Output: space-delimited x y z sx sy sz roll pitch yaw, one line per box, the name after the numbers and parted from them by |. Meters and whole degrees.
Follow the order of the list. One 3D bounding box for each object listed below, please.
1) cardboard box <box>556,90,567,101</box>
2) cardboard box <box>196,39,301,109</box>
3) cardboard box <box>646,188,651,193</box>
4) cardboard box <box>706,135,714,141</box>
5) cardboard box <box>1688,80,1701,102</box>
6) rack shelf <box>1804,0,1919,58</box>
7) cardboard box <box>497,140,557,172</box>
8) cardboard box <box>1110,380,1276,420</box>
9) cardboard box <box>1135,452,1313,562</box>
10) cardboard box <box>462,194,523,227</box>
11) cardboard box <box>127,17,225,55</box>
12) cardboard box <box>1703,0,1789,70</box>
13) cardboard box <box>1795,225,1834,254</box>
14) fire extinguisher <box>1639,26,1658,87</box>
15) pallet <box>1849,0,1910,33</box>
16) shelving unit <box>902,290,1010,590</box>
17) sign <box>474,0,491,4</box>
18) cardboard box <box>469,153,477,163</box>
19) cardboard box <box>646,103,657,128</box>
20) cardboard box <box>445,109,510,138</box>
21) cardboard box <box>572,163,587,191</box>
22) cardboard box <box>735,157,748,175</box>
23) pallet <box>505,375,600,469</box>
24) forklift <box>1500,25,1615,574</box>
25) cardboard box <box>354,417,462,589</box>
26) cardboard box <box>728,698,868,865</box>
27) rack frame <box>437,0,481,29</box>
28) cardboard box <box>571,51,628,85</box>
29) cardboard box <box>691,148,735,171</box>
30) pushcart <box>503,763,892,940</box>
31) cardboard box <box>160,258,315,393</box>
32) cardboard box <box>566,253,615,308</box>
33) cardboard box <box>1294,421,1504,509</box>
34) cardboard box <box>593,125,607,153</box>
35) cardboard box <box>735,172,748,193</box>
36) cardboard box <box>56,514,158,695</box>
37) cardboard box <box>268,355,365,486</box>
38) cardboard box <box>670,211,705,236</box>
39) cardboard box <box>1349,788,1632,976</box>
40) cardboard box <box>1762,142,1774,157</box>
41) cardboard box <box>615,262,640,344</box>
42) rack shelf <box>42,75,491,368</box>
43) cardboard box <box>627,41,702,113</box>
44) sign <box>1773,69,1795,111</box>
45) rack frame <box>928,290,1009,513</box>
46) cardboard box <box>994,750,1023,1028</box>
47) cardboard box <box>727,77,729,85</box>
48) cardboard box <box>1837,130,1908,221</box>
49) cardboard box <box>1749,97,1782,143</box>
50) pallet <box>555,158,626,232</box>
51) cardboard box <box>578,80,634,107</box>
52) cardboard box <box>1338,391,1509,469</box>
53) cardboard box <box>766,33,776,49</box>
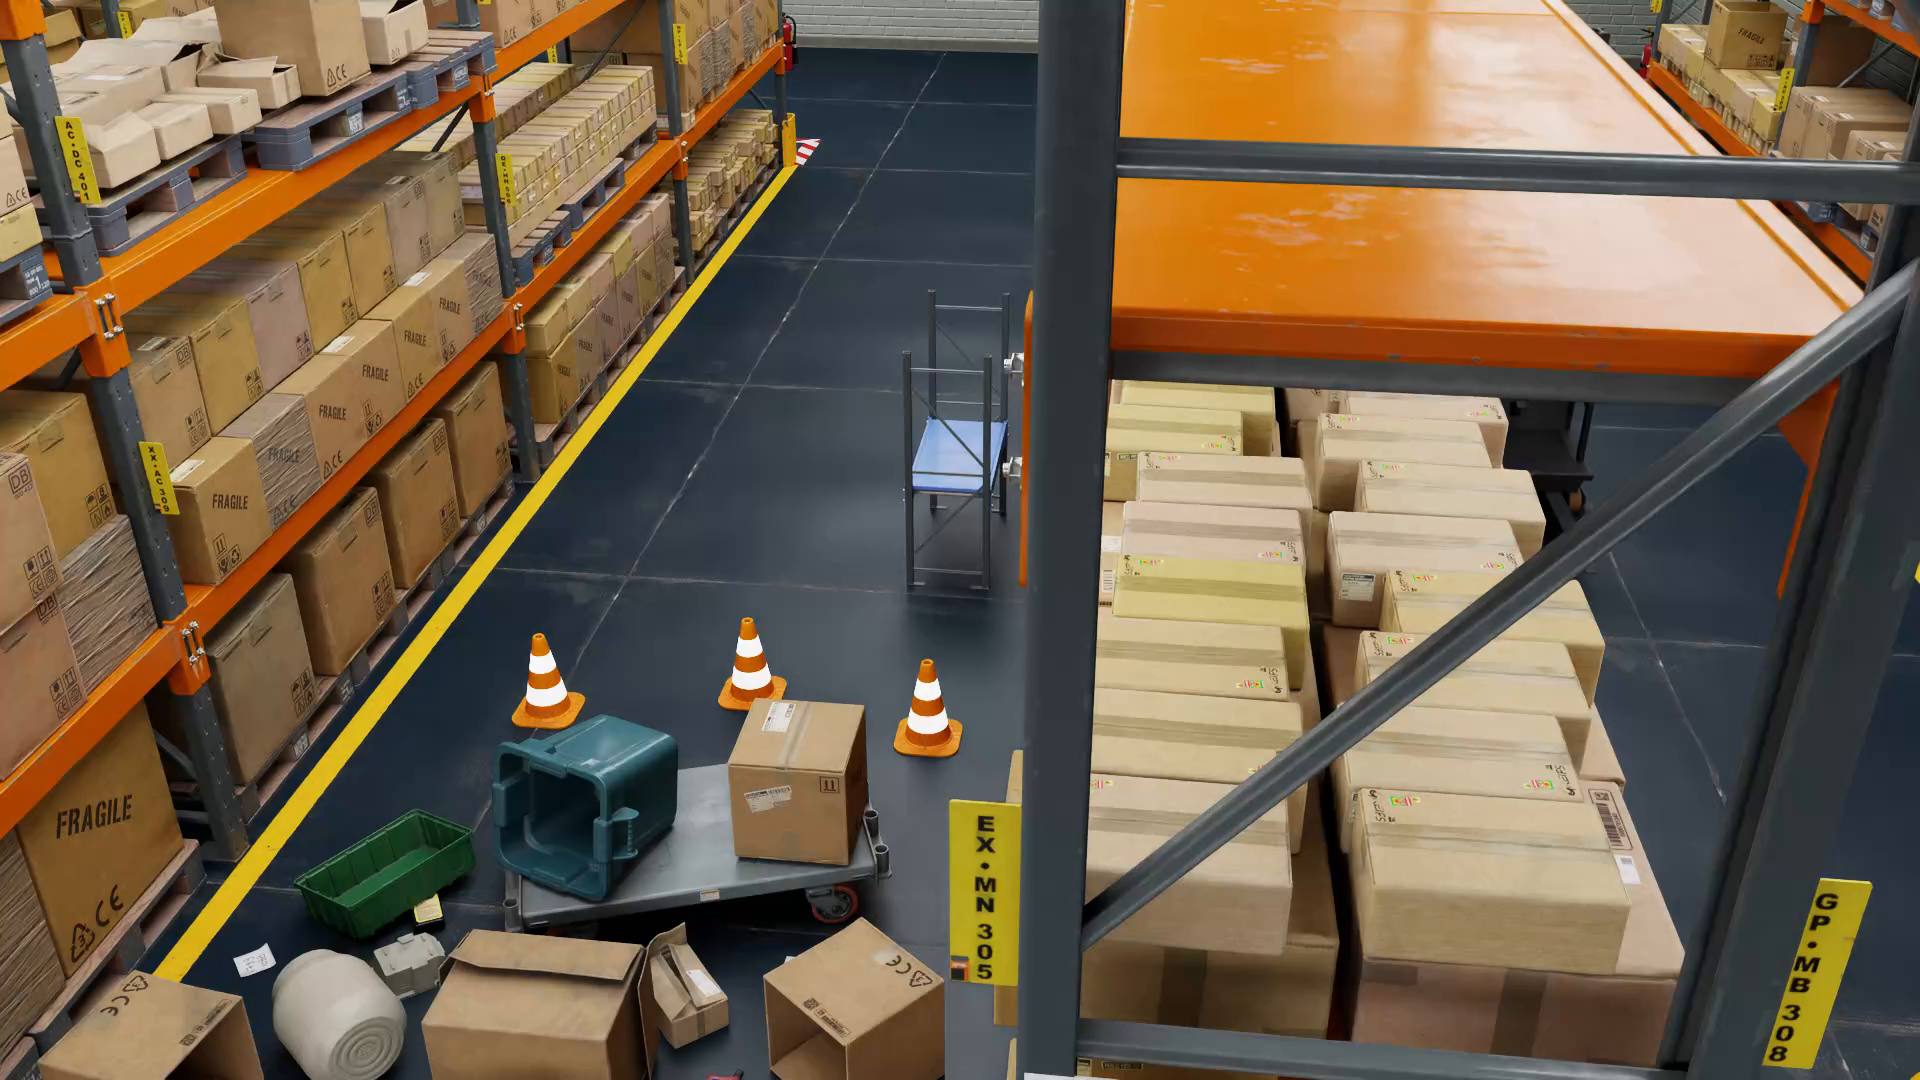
-3.406 -3.558 13.493 0.380 0.149 0.250 3 28 5 | cardboard box
-3.412 -2.227 7.944 0.396 0.266 0.258 3 28 6 | cardboard box
-3.070 -3.249 15.345 0.380 0.149 0.250 3 28 6 | cardboard box
-2.732 -4.100 17.239 0.380 0.149 0.250 4 29 7 | cardboard box
6.951 -4.137 15.324 0.380 0.149 0.250 3 28 5 | cardboard box
6.736 -3.170 10.859 1.077 0.370 4.000 3 28 6 | rack shelf
-3.015 -2.660 11.512 0.380 0.149 0.250 2 28 4 | cardboard box
0.620 -0.344 4.700 0.500 0.250 0.500 4 29 7 | cardboard box
0.592 -0.076 3.782 0.380 0.149 0.250 3 28 5 | cardboard box
-3.103 -2.172 10.920 0.380 0.149 0.250 5 29 8 | cardboard box
-3.793 -2.456 8.321 0.500 0.311 0.500 3 28 5 | cardboard box
6.964 -4.481 14.751 0.500 0.500 0.500 4 29 7 | cardboard box
6.688 -2.330 12.899 0.380 0.149 0.250 2 28 4 | cardboard box
7.030 -4.888 16.927 0.296 0.674 0.183 3 28 6 | fire extinguisher
6.707 -3.554 11.011 1.213 0.211 1.003 3 28 6 | pallet
-0.010 -0.620 10.112 0.538 1.500 1.048 3 28 6 | shelving unit
-2.811 -3.298 9.710 0.100 0.325 0.005 3 28 6 | sign
-3.628 -2.700 11.900 0.380 0.149 0.250 3 28 6 | cardboard box
-2.723 -3.510 13.717 0.380 0.149 0.250 3 28 5 | cardboard box
-3.563 -3.076 12.283 0.380 0.149 0.250 4 29 8 | cardboard box
-2.946 -2.649 12.118 0.380 0.149 0.250 4 29 7 | cardboard box
-2.325 -3.704 16.504 0.380 0.149 0.250 5 29 9 | cardboard box
-3.264 -0.891 11.974 1.003 0.211 1.213 3 28 6 | pallet
3.528 -1.632 10.480 1.130 2.935 3.031 2 28 5 | forklift
-3.629 -0.252 9.777 1.050 0.750 0.750 4 29 7 | cardboard box
-0.696 1.050 7.268 0.500 0.500 0.500 3 28 6 | cardboard box
-3.361 -4.392 9.207 1.000 3.000 0.127 3 28 6 | rack frame
-3.092 -4.053 14.484 0.500 0.500 0.500 3 28 6 | cardboard box
-2.406 -3.710 16.202 0.380 0.149 0.250 3 29 6 | cardboard box
-1.195 1.417 7.514 1.648 0.377 0.936 -6 29 -11 | pushcart
-3.673 -1.067 8.200 0.700 0.500 0.500 4 29 7 | cardboard box
-2.901 -1.947 12.396 0.500 0.250 0.500 4 29 7 | cardboard box
1.102 -0.073 4.197 0.500 0.250 0.500 4 29 7 | cardboard box
-2.882 -3.020 12.493 0.380 0.149 0.250 3 29 6 | cardboard box
-2.327 -3.572 16.573 0.380 0.149 0.250 4 29 7 | cardboard box
-3.885 0.240 6.776 0.875 0.550 0.550 3 28 6 | cardboard box
-3.395 -0.617 8.420 0.500 0.500 0.500 3 28 6 | cardboard box
-2.509 -2.847 14.913 0.380 0.149 0.250 5 29 9 | cardboard box
0.830 0.538 2.642 0.380 0.149 0.250 3 28 6 | cardboard box
6.769 -3.161 13.513 0.380 0.149 0.250 4 29 7 | cardboard box
-2.842 -1.873 13.048 0.500 0.500 0.500 3 28 5 | cardboard box
-3.606 -1.814 8.342 1.077 0.370 4.000 3 28 6 | rack shelf
-2.560 -4.027 14.436 0.500 0.500 0.500 3 28 5 | cardboard box
6.441 -3.516 12.994 0.100 0.325 0.005 3 28 6 | sign
0.052 -0.859 10.556 0.500 1.500 0.032 3 28 6 | rack frame
0.459 0.903 4.231 0.700 0.500 0.500 3 28 6 | cardboard box
-2.412 -4.389 15.792 0.380 0.149 0.250 4 29 8 | cardboard box
6.540 -2.508 11.487 0.700 0.500 0.500 3 28 6 | cardboard box
6.801 -3.426 13.583 0.500 0.250 0.500 4 29 7 | cardboard box
-3.159 -2.601 12.409 1.003 0.211 1.213 3 28 6 | pallet
-2.792 -3.522 13.112 0.380 0.149 0.250 2 28 5 | cardboard box
1.156 -0.292 4.183 0.380 0.149 0.250 4 29 7 | cardboard box
-2.140 -5.236 17.364 0.380 0.149 0.250 3 28 6 | cardboard box
